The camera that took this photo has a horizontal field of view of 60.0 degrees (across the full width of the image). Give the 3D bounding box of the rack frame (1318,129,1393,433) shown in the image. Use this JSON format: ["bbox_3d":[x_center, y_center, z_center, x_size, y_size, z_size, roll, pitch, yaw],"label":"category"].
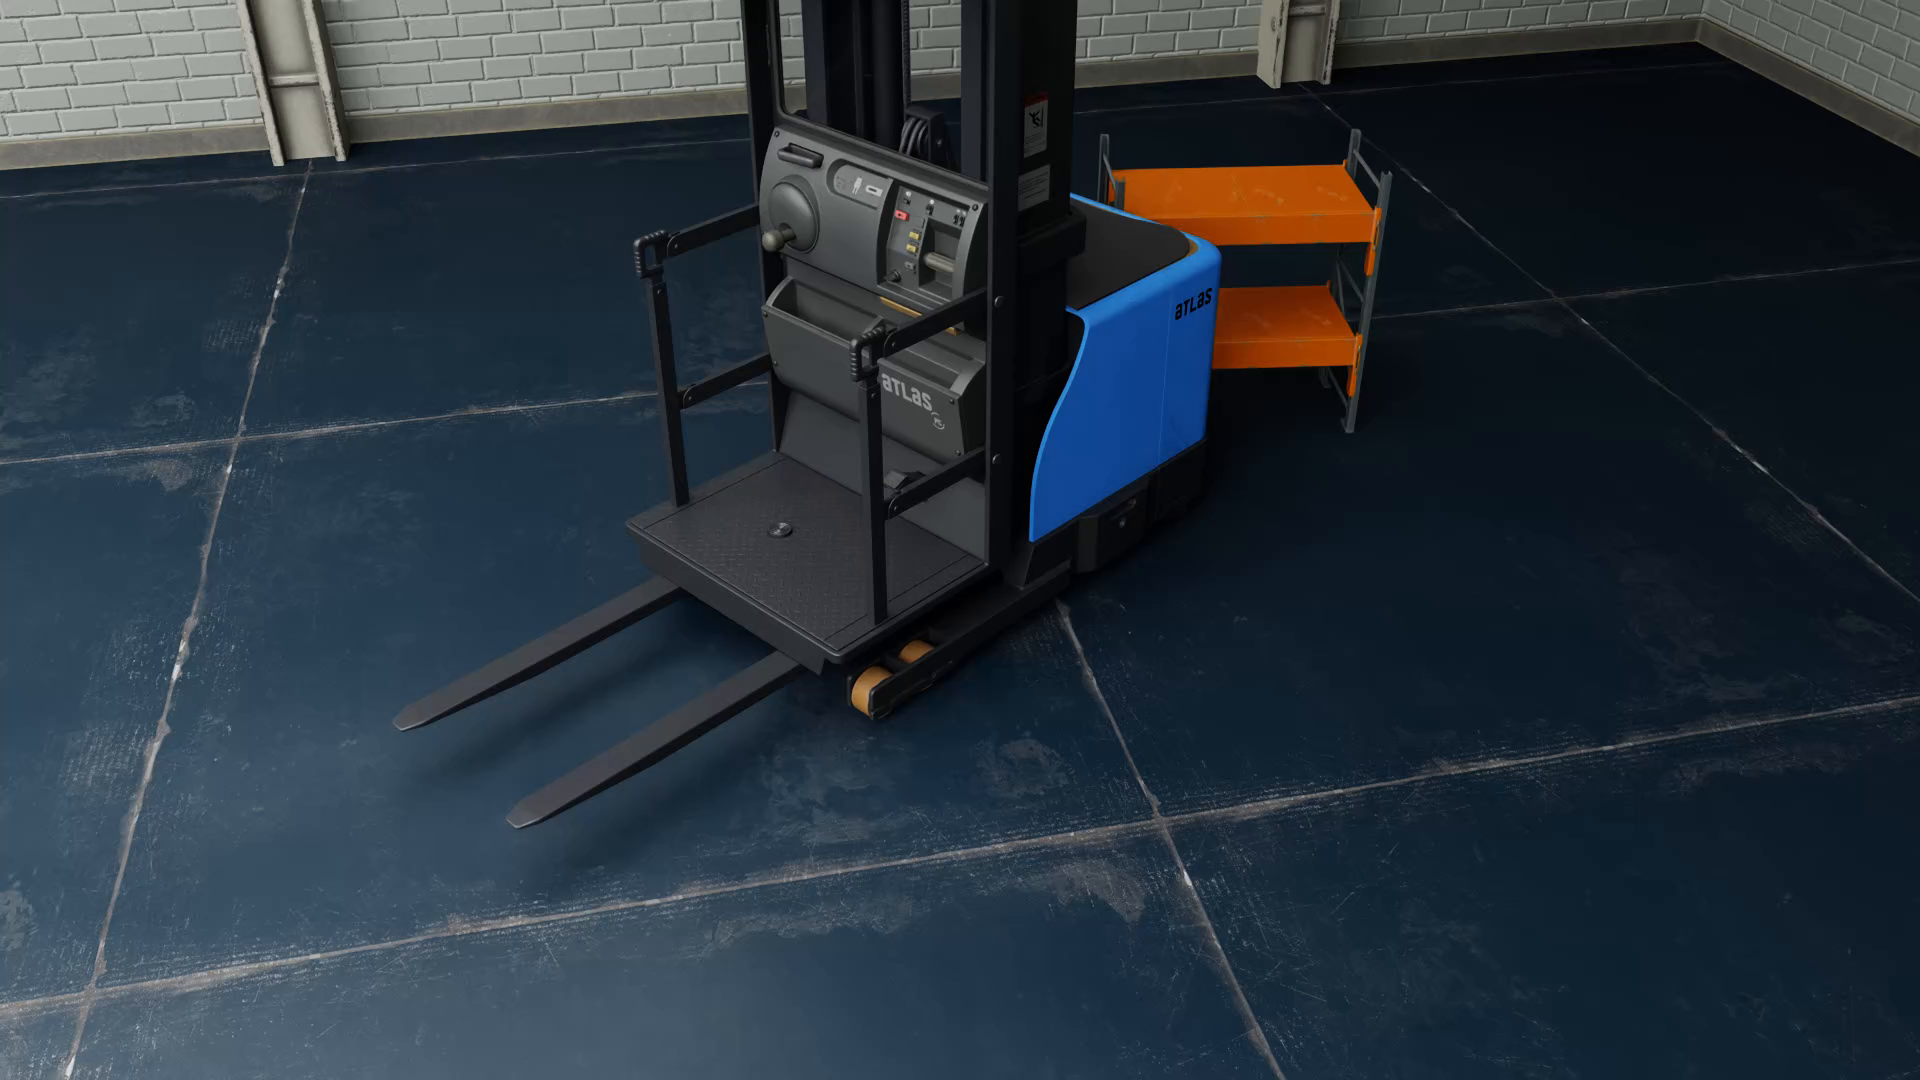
[{"bbox_3d":[1.606,-1.051,6.806,0.032,1.125,0.500,-2,34,-3],"label":"rack frame"}]

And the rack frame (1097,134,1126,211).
[{"bbox_3d":[0.591,-1.017,6.756,0.032,1.125,0.500,-2,34,-3],"label":"rack frame"}]

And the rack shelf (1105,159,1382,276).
[{"bbox_3d":[1.099,-1.277,6.618,1.000,0.278,0.538,-2,34,-3],"label":"rack shelf"}]

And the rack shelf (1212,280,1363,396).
[{"bbox_3d":[1.099,-0.831,6.917,1.000,0.278,0.538,-2,34,-3],"label":"rack shelf"}]

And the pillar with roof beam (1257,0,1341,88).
[{"bbox_3d":[3.082,-4.356,4.666,0.400,9.000,9.100,-7,35,-11],"label":"pillar with roof beam"}]

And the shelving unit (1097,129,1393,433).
[{"bbox_3d":[1.099,-1.034,6.781,1.048,1.125,0.538,-2,34,-3],"label":"shelving unit"}]

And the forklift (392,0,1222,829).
[{"bbox_3d":[-0.435,-0.963,5.055,1.130,2.935,3.031,28,43,35],"label":"forklift"}]

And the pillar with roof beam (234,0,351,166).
[{"bbox_3d":[-2.770,-3.619,3.567,0.400,9.000,9.100,-7,35,-11],"label":"pillar with roof beam"}]
